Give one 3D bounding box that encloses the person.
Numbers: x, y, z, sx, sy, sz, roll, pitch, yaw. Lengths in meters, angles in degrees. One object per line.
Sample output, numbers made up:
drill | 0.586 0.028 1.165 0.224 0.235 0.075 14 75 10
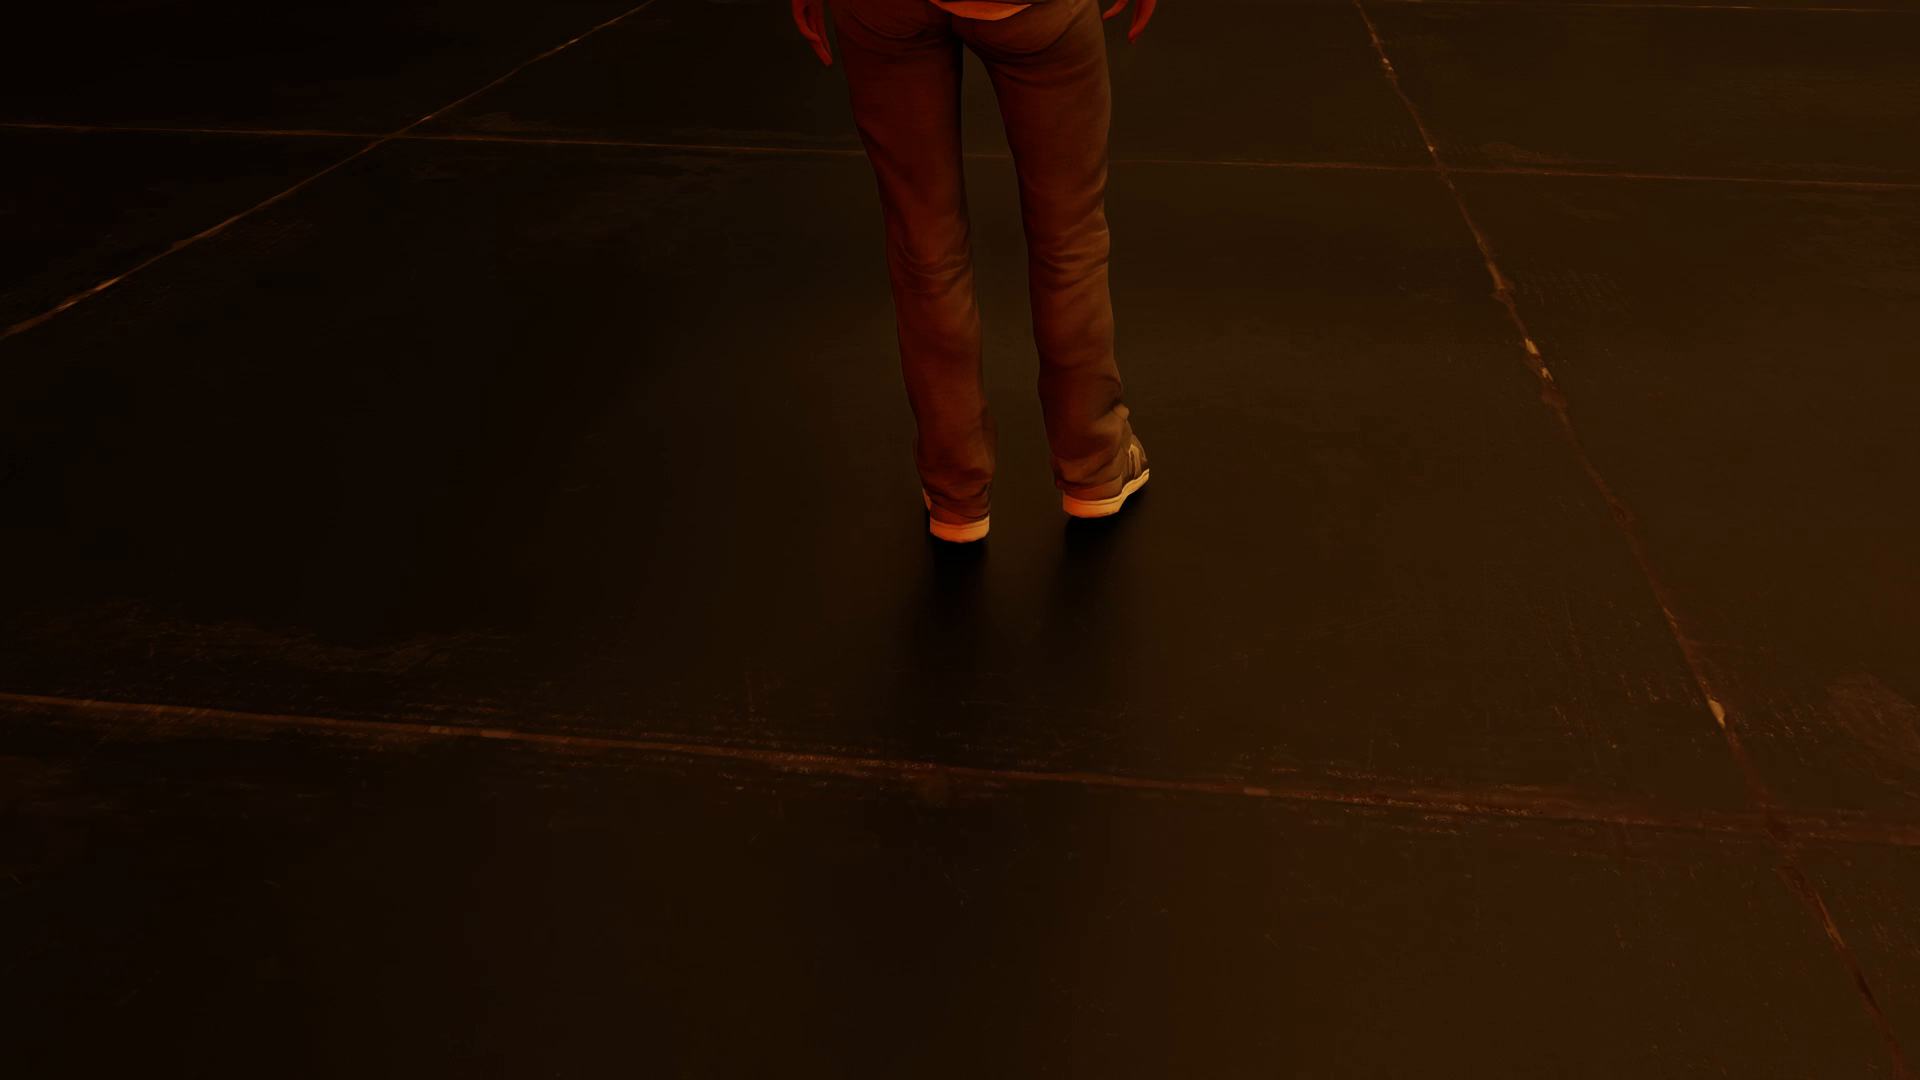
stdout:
person | 0.024 -0.746 2.207 0.520 1.582 0.475 3 27 7
